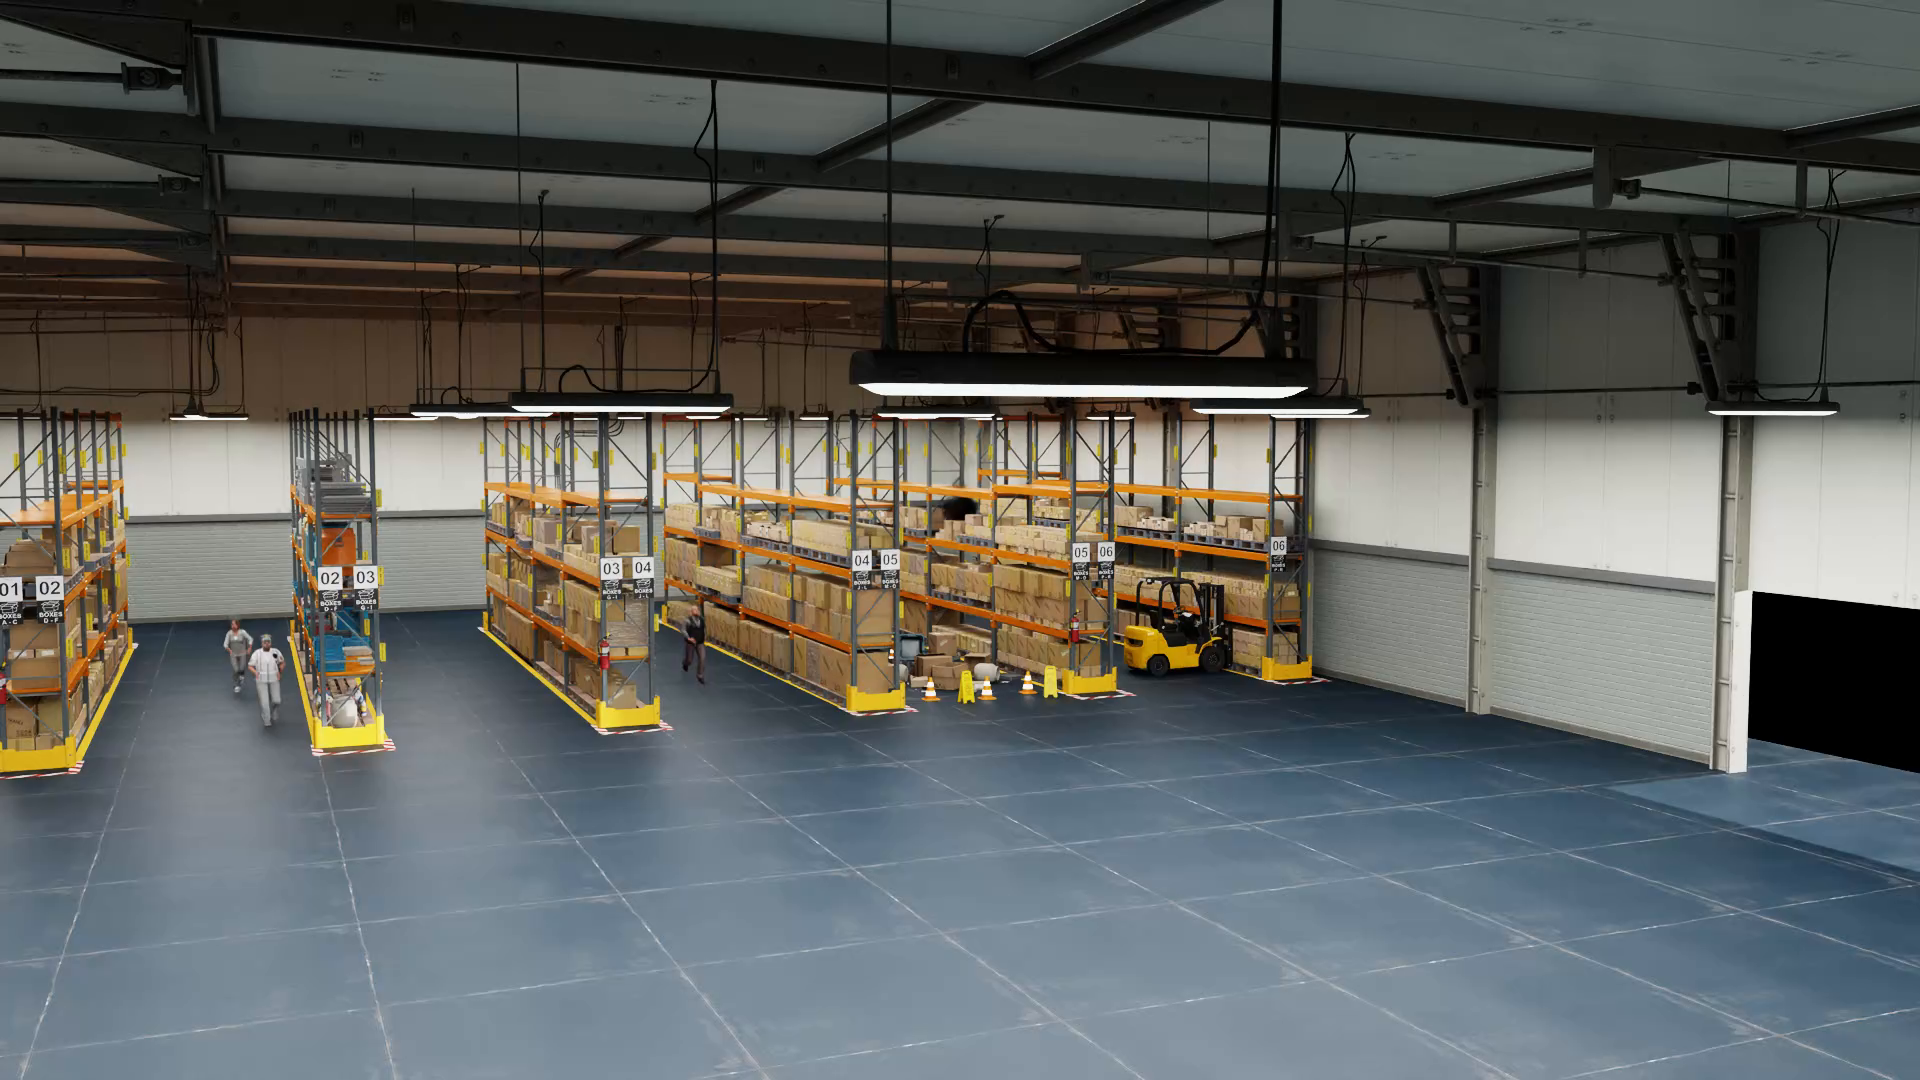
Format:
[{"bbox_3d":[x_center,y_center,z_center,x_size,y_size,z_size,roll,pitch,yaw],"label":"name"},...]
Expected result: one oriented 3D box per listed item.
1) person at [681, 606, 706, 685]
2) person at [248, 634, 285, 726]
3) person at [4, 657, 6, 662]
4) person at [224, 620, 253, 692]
[{"bbox_3d":[-5.892,2.314,36.881,0.638,1.715,1.048,-2,4,-26],"label":"person"},{"bbox_3d":[-13.122,2.645,31.511,0.655,1.733,0.622,-2,5,-28],"label":"person"},{"bbox_3d":[-18.761,2.662,32.081,0.581,1.609,0.601,-2,4,-23],"label":"person"},{"bbox_3d":[-15.397,2.470,35.468,0.560,1.558,0.605,-1,4,-17],"label":"person"}]
